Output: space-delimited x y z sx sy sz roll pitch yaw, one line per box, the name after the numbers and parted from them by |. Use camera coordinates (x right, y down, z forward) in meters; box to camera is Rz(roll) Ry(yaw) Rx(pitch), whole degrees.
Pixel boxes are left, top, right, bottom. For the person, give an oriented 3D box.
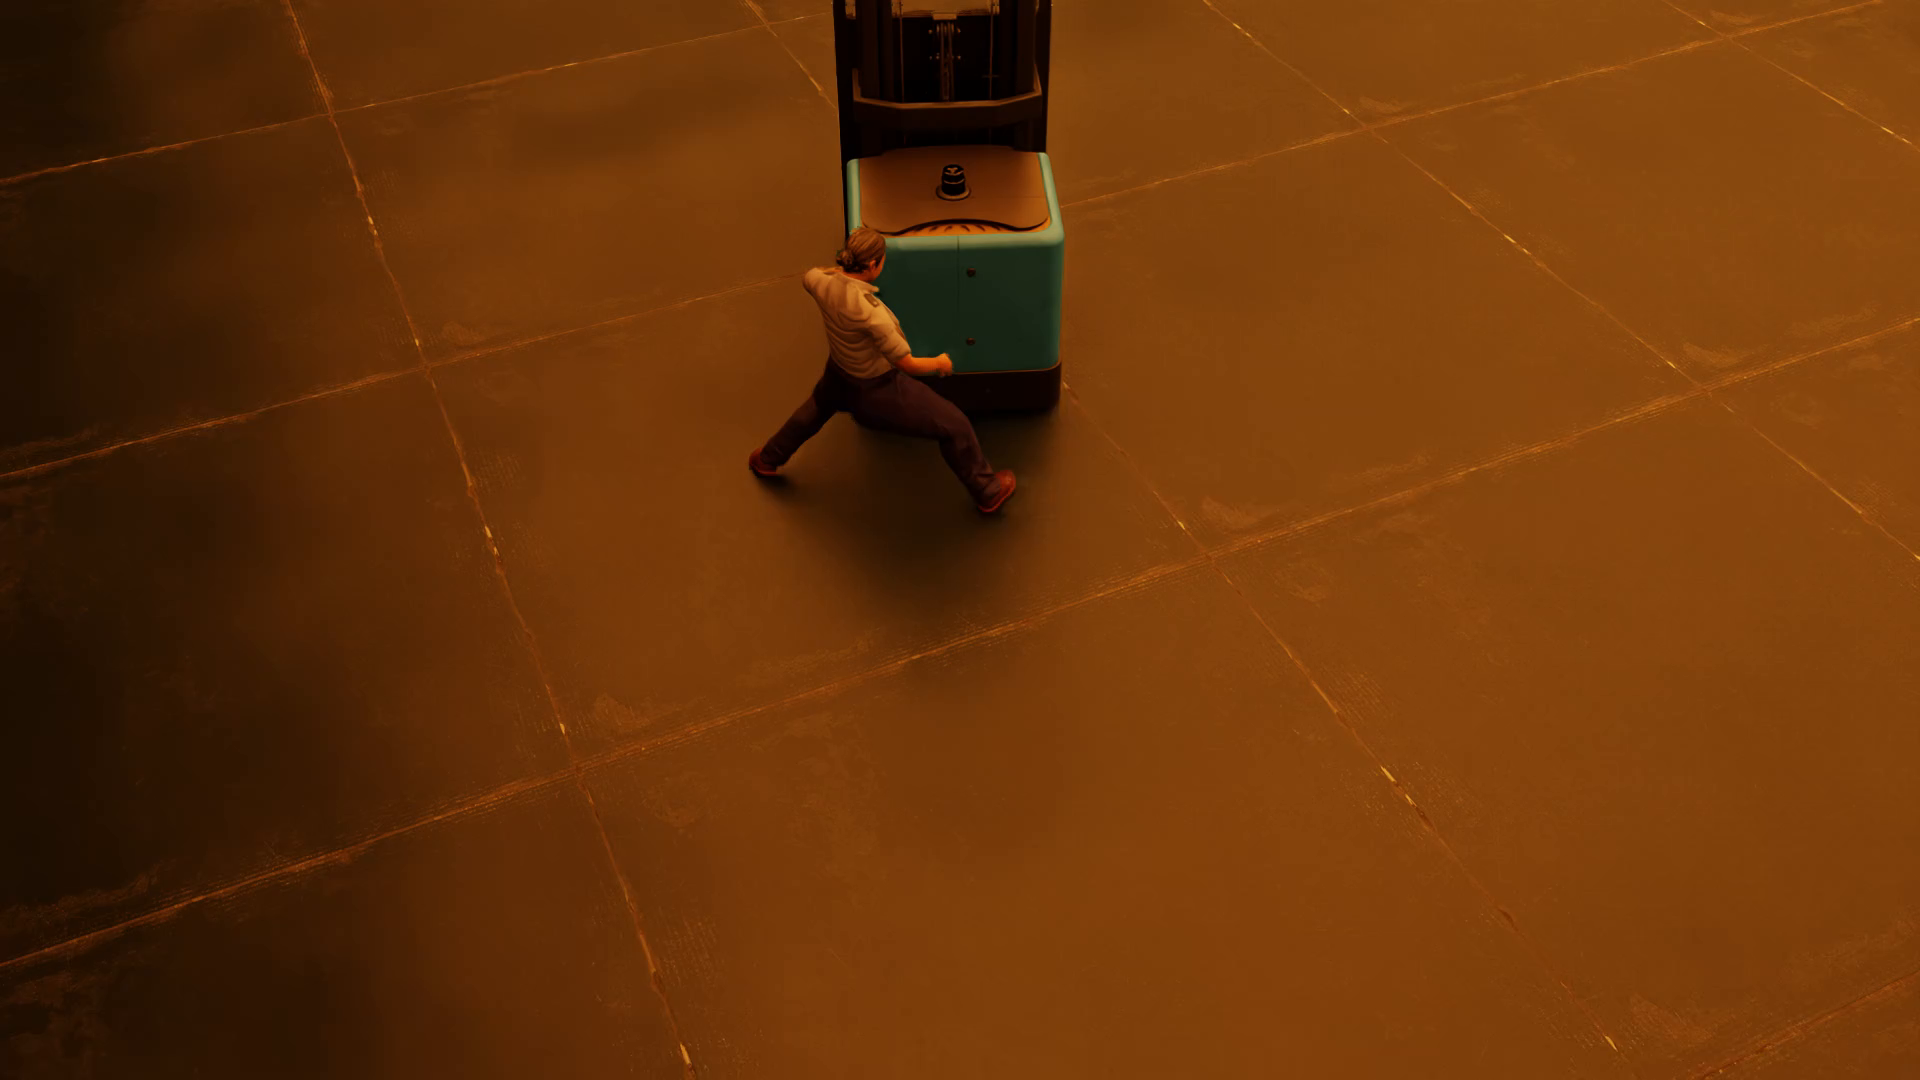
-0.602 -0.800 7.599 0.657 1.537 0.888 -20 47 -21 | person

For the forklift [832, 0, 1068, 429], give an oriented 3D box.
-0.098 -2.614 8.481 1.130 2.935 3.031 -3 43 -3 | forklift
